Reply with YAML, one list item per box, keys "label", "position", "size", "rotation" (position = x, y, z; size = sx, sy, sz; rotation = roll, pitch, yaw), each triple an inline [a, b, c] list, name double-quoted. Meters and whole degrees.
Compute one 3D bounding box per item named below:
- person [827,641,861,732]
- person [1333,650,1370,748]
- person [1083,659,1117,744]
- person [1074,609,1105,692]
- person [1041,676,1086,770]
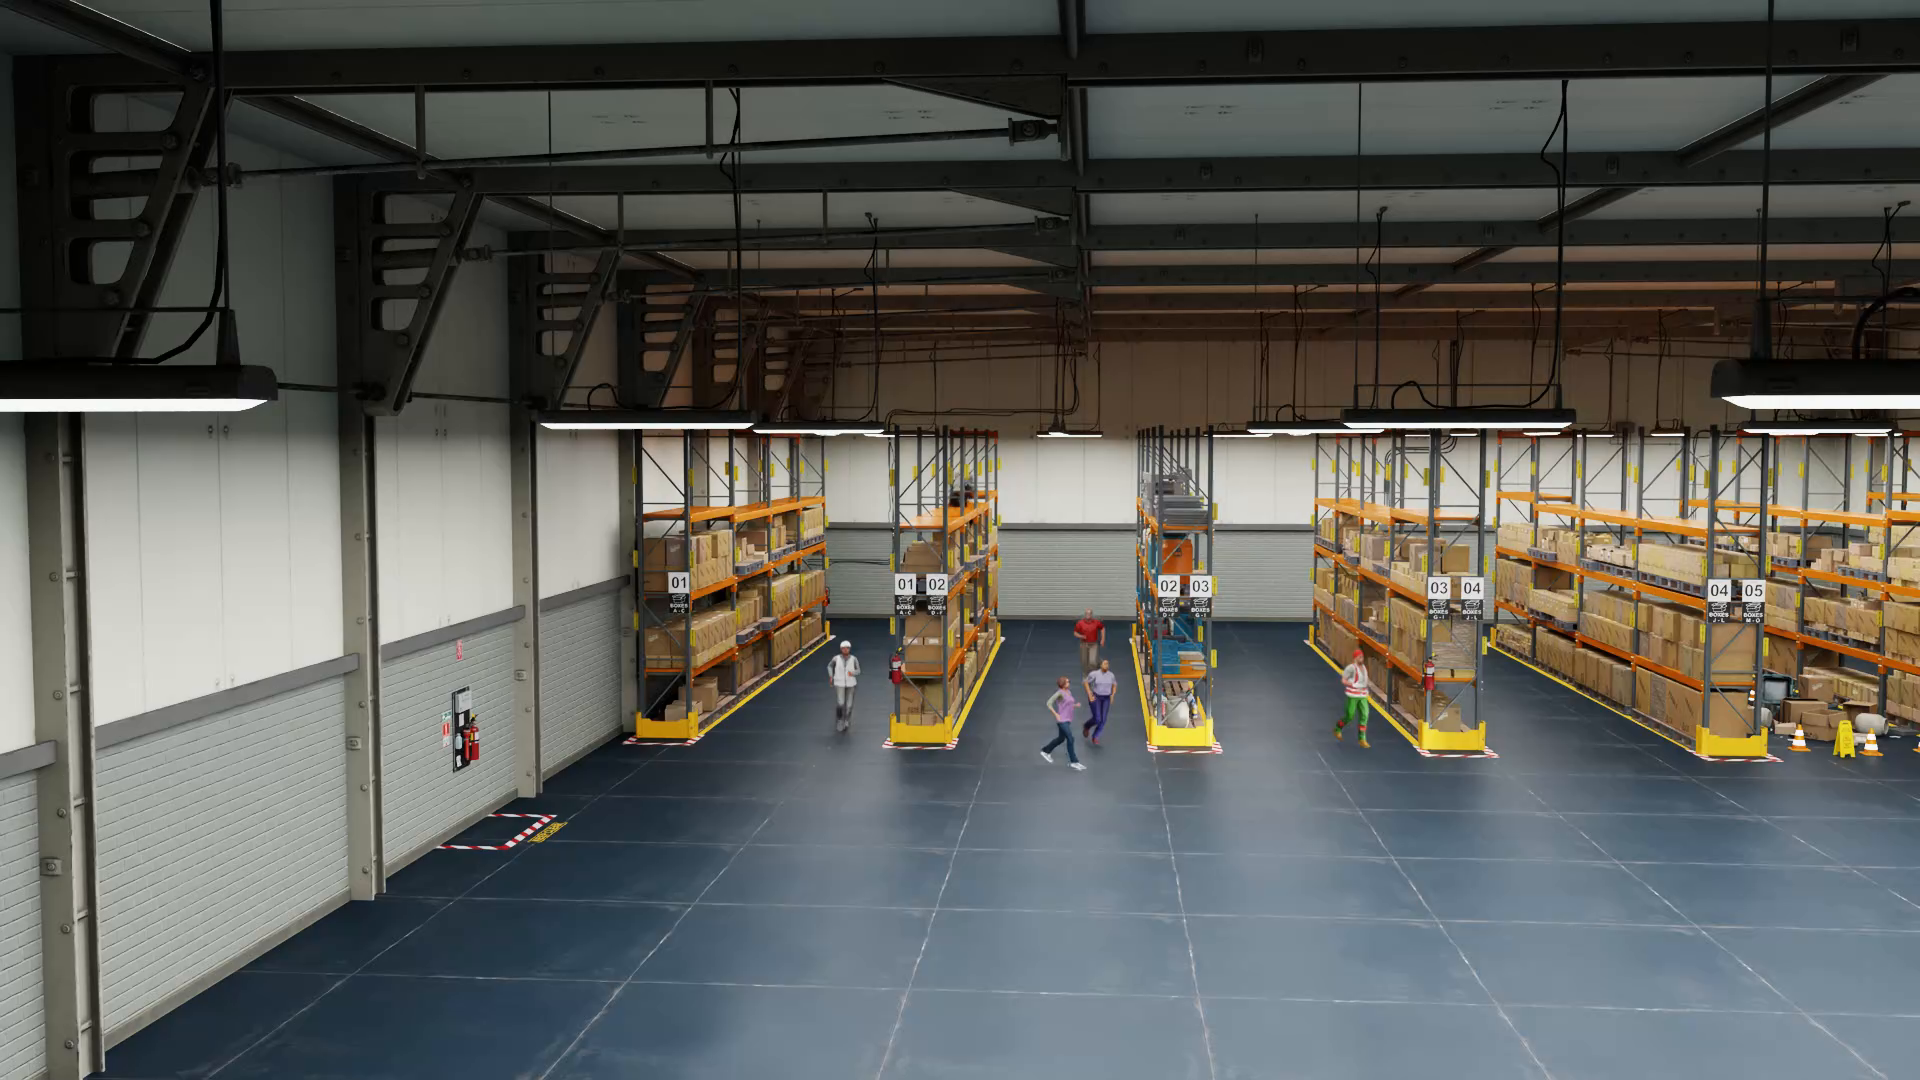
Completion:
- label: "person"
  position: [-2.266, 2.881, 32.689]
  size: [0.626, 1.800, 0.714]
  rotation: [-1, 3, -11]
- label: "person"
  position: [7.414, 2.948, 31.208]
  size: [0.664, 1.798, 0.906]
  rotation: [-2, 4, -26]
- label: "person"
  position: [2.683, 3.053, 31.506]
  size: [0.622, 1.622, 0.532]
  rotation: [-1, 4, -18]
- label: "person"
  position: [2.849, 2.423, 36.732]
  size: [0.683, 1.820, 0.767]
  rotation: [0, 3, 6]
- label: "person"
  position: [1.794, 3.161, 28.923]
  size: [0.883, 1.594, 0.531]
  rotation: [2, 4, 25]
